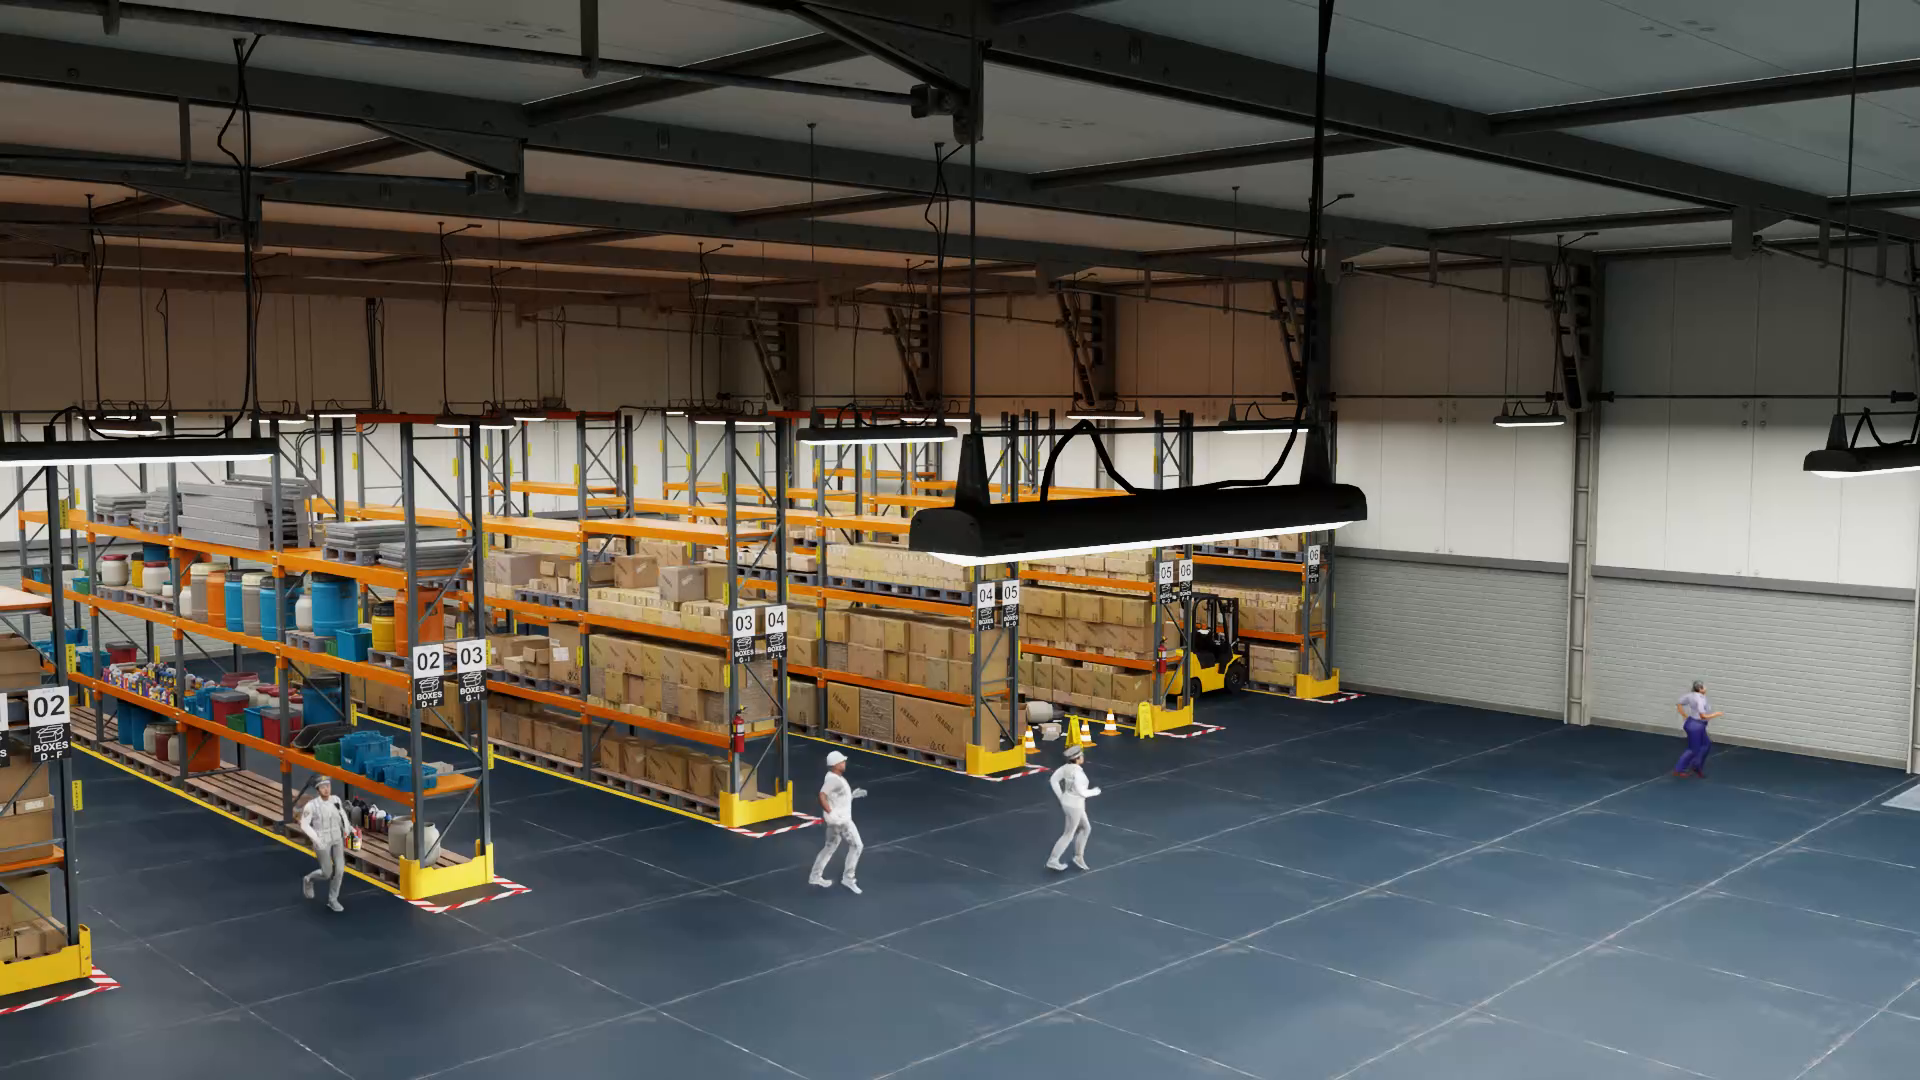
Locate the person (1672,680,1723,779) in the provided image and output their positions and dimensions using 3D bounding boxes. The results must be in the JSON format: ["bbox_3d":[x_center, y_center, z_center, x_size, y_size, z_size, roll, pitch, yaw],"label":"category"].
[{"bbox_3d":[12.139,3.152,27.401,0.759,1.675,0.554,1,5,6],"label":"person"}]

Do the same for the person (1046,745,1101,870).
[{"bbox_3d":[1.502,3.585,22.070,0.735,1.746,0.593,-1,5,-11],"label":"person"}]

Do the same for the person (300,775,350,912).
[{"bbox_3d":[-7.845,3.727,20.589,0.623,1.666,0.574,4,7,42],"label":"person"}]

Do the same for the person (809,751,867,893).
[{"bbox_3d":[-1.545,3.602,21.196,0.768,1.839,0.665,-1,5,-16],"label":"person"}]
